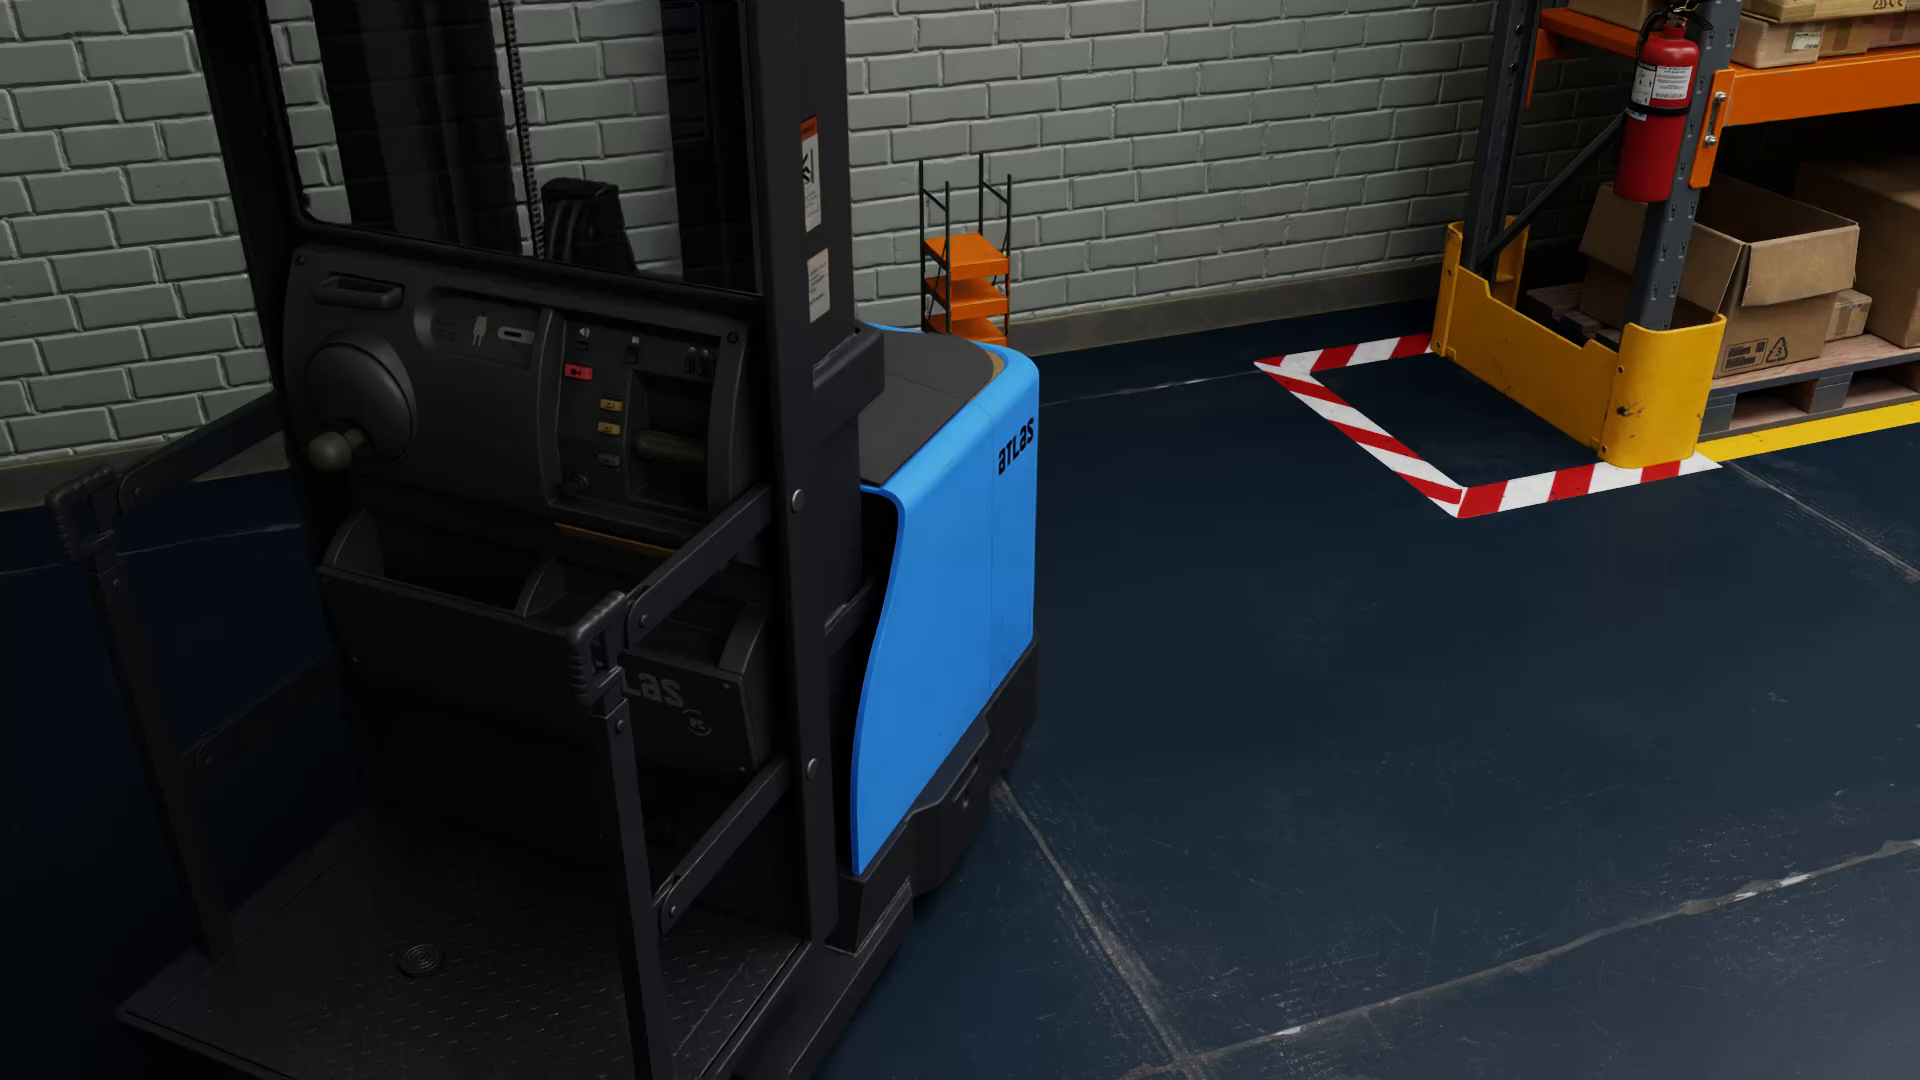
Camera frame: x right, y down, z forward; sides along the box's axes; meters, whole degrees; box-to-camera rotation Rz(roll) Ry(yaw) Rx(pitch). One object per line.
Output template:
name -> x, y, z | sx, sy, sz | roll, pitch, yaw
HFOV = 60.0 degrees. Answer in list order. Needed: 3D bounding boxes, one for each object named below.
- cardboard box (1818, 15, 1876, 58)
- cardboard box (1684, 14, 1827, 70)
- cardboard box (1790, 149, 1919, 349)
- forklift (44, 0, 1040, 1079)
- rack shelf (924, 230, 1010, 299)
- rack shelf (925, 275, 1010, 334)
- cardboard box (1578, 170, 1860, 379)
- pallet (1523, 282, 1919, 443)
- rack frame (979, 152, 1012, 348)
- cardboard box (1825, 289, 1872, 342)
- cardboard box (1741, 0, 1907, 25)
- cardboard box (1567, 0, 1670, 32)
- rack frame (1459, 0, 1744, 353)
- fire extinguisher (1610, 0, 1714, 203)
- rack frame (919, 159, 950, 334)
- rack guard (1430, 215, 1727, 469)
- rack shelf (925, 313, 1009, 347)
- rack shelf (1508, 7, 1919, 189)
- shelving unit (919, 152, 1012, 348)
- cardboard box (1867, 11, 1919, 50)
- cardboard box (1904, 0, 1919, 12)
cardboard box -> 2.762, -1.709, 5.473 | 0.250, 0.149, 0.380 | -10, 31, -16
cardboard box -> 2.540, -1.644, 5.359 | 0.250, 0.149, 0.380 | -11, 31, -18
cardboard box -> 3.557, -1.111, 6.271 | 0.500, 0.500, 0.700 | -9, 31, -16
forklift -> -0.857, -0.210, 2.657 | 1.130, 2.935, 3.031 | 12, 32, 20
rack shelf -> 0.014, -0.798, 4.801 | 0.180, 0.103, 0.258 | -10, 31, -18
rack shelf -> 0.014, -0.694, 4.861 | 0.180, 0.103, 0.258 | -10, 31, -18
cardboard box -> 2.742, -0.983, 6.043 | 0.637, 0.503, 0.797 | -12, 32, -20
pallet -> 2.954, -0.763, 6.376 | 1.213, 0.211, 1.003 | -10, 31, -18
rack frame -> 0.099, -0.540, 4.985 | 0.006, 1.200, 0.240 | -10, 31, -18
cardboard box -> 3.154, -0.884, 6.227 | 0.250, 0.149, 0.380 | -12, 32, -20
cardboard box -> 2.655, -1.841, 5.302 | 0.500, 0.250, 0.500 | -10, 31, -17
cardboard box -> 2.353, -1.896, 5.802 | 0.250, 0.149, 0.380 | -11, 31, -18
rack frame -> 2.136, -1.823, 5.420 | 0.127, 3.000, 1.000 | -10, 31, -18
fire extinguisher -> 2.159, -1.388, 5.111 | 0.183, 0.674, 0.296 | -10, 31, -18
rack frame -> -0.072, -0.508, 4.930 | 0.006, 1.200, 0.240 | -10, 31, -18
rack guard -> 2.207, -0.750, 6.062 | 0.348, 0.500, 1.175 | -10, 31, -18
rack shelf -> 0.014, -0.589, 4.920 | 0.180, 0.103, 0.258 | -10, 31, -18
rack shelf -> 4.010, -1.856, 6.204 | 4.000, 0.370, 1.077 | -10, 31, -18
shelving unit -> 0.014, -0.524, 4.957 | 0.189, 1.200, 0.258 | -10, 31, -18
cardboard box -> 2.996, -1.771, 5.581 | 0.250, 0.149, 0.380 | -11, 31, -18
cardboard box -> 3.127, -1.928, 5.455 | 0.500, 0.250, 0.500 | -10, 31, -17
